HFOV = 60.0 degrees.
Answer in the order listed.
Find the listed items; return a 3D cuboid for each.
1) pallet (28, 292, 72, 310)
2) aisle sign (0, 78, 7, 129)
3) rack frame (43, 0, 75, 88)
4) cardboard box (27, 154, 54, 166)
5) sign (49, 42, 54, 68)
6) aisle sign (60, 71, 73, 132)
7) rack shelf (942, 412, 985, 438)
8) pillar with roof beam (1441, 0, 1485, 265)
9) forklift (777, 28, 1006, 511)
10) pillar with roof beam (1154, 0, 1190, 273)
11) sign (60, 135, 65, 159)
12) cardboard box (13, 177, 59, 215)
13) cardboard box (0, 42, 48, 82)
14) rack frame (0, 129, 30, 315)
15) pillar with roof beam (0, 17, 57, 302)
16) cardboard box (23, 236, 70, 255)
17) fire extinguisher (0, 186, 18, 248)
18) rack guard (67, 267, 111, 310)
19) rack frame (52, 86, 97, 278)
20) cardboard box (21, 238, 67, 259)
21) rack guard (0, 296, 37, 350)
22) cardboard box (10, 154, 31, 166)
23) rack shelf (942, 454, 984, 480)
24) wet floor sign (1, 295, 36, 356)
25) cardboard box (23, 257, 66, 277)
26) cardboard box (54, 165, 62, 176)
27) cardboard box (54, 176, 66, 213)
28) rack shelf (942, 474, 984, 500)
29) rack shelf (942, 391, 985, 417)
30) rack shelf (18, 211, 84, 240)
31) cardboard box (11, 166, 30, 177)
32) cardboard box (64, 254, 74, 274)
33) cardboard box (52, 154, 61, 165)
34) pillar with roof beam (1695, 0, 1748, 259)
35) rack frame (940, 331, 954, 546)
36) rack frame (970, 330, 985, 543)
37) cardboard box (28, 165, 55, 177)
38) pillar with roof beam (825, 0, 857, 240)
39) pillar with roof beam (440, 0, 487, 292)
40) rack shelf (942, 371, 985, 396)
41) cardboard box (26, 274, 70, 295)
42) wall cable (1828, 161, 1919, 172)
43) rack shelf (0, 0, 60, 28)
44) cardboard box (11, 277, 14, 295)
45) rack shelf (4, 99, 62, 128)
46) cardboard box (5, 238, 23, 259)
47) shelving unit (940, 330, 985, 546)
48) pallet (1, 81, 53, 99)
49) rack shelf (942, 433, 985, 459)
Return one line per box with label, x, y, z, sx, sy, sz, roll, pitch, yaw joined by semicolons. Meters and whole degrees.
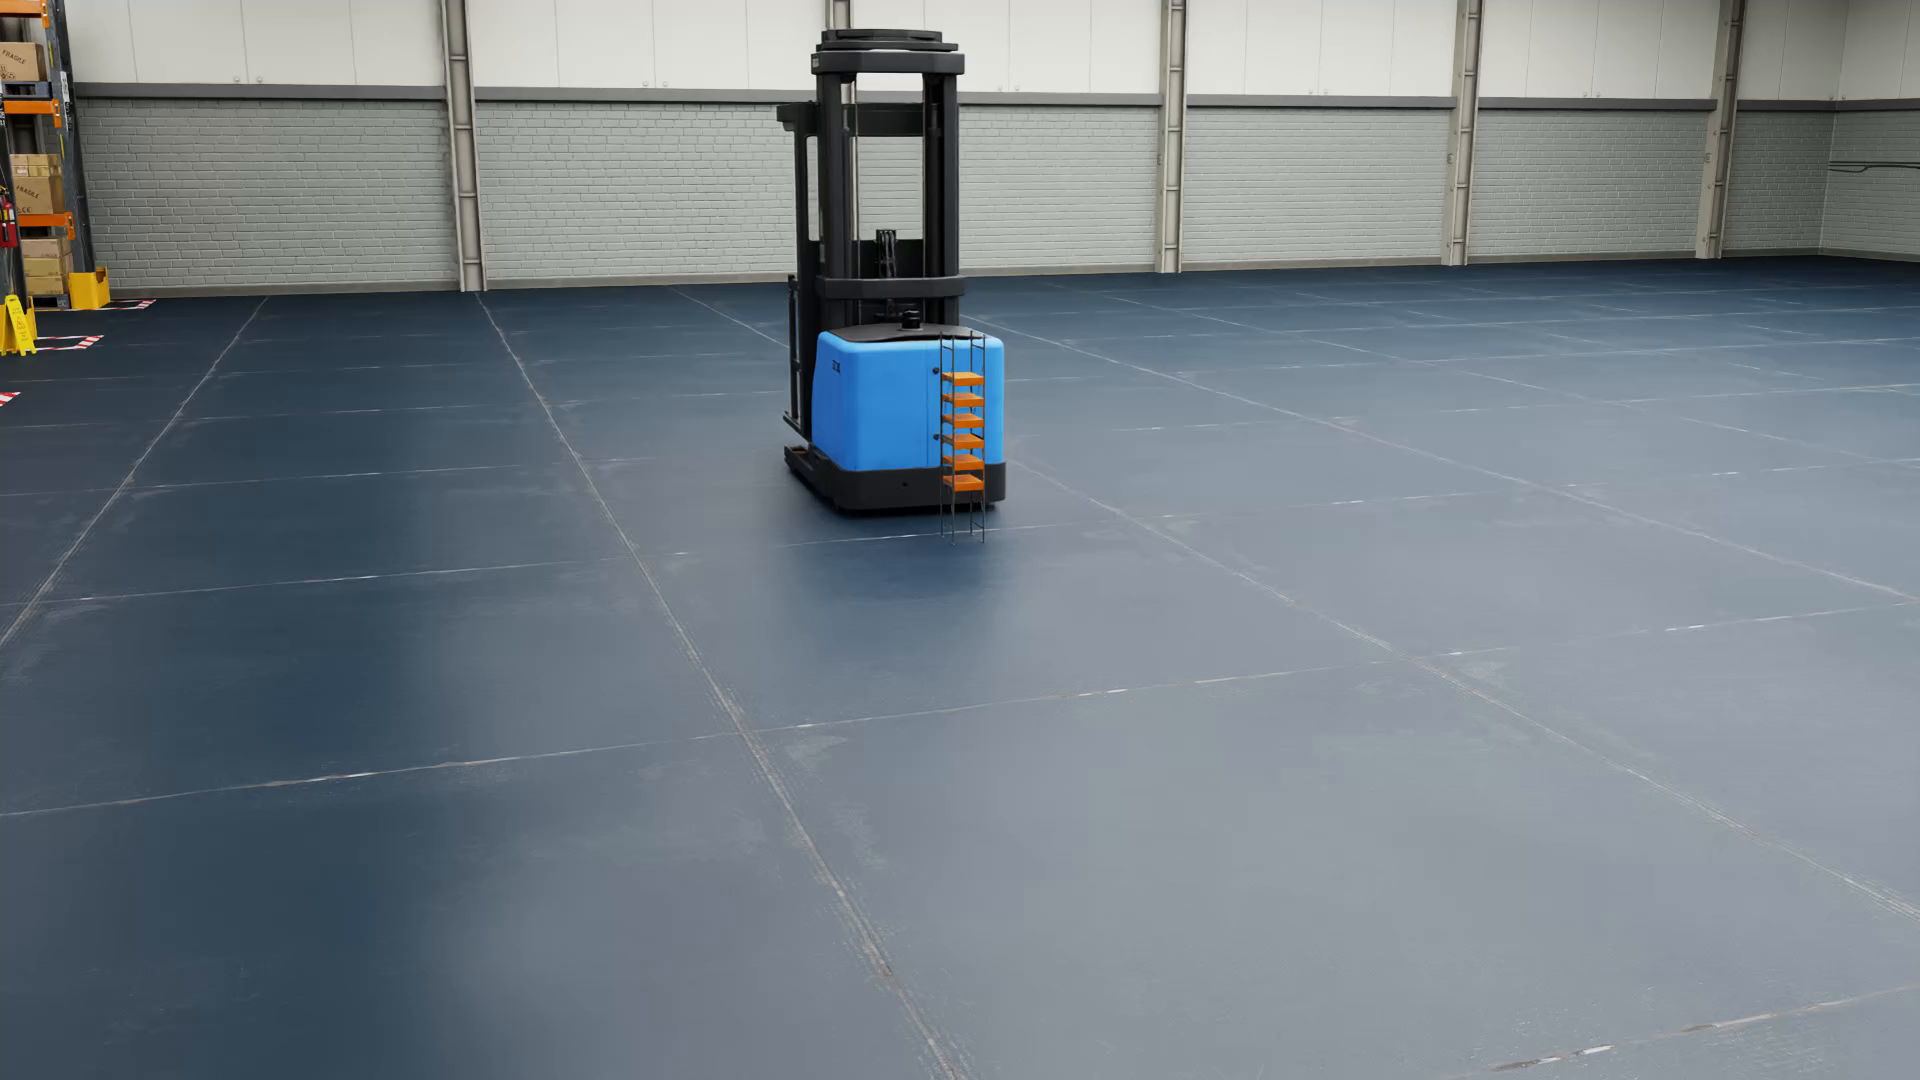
pallet;-13.096;-3.372;23.362;1.213;0.211;1.003;-4;14;-18
aisle sign;-10.838;-5.043;18.744;0.004;0.787;0.394;-4;14;-18
rack frame;-12.384;-7.713;22.621;0.127;3.000;1.000;-4;14;-18
cardboard box;-12.657;-5.230;22.889;0.250;0.149;0.380;-4;14;-18
sign;-12.225;-6.525;22.370;0.005;0.325;0.100;-4;14;-18
aisle sign;-12.229;-5.999;22.764;0.004;0.787;0.394;-4;14;-18
rack shelf;0.014;-0.658;9.491;0.180;0.103;0.258;-4;14;-18
pillar with roof beam;10.788;-8.686;26.713;0.400;9.000;9.100;-4;14;-18
forklift;-0.611;-1.902;11.306;1.130;2.935;3.031;-4;14;-16
pillar with roof beam;5.101;-8.243;24.852;0.400;9.000;9.100;-4;14;-18
sign;-12.225;-5.352;22.649;0.005;0.325;0.100;-4;14;-18
cardboard box;-12.767;-4.749;22.909;0.500;0.500;0.500;-5;14;-19
cardboard box;-12.726;-6.469;22.534;0.500;0.500;0.500;-4;14;-16
rack frame;-10.798;-3.706;18.740;0.127;3.000;1.000;-4;14;-18
pillar with roof beam;-11.959;-6.915;19.267;0.400;9.000;9.100;-4;14;-18
cardboard box;-12.900;-4.153;23.494;0.500;0.250;0.500;-5;14;-19
fire extinguisher;-10.542;-3.575;18.359;0.183;0.674;0.296;-4;14;-18
rack guard;-12.362;-3.580;23.612;0.348;0.500;1.175;-4;14;-18
rack frame;-12.384;-4.794;23.315;0.127;3.000;1.000;-4;14;-18
cardboard box;-12.721;-4.045;23.039;0.500;0.250;0.500;-4;14;-16
rack guard;-10.870;-2.484;19.005;0.348;0.500;1.175;-4;14;-18
cardboard box;-12.881;-5.205;22.783;0.250;0.149;0.380;-4;14;-18
rack shelf;0.014;-0.425;9.546;0.180;0.103;0.258;-4;14;-18
wet floor sign;-10.277;-2.340;18.084;0.232;0.644;0.267;0;13;1
cardboard box;-12.746;-3.799;23.088;0.500;0.250;0.500;-5;14;-19
cardboard box;-12.789;-5.190;23.362;0.250;0.149;0.380;-5;14;-20
cardboard box;-12.943;-4.867;23.406;0.500;0.500;0.500;-4;14;-16
rack shelf;0.014;-0.308;9.574;0.180;0.103;0.258;-4;14;-18
rack shelf;0.014;-0.775;9.463;0.180;0.103;0.258;-4;14;-18
rack shelf;-14.280;-4.296;22.778;4.000;0.370;1.077;-4;14;-18
cardboard box;-12.856;-5.046;22.756;0.250;0.149;0.380;-4;14;-17
cardboard box;-12.896;-3.915;23.573;0.500;0.250;0.500;-4;14;-17
cardboard box;-12.771;-5.325;23.287;0.250;0.149;0.380;-5;14;-19
pillar with roof beam;16.474;-9.129;28.575;0.400;9.000;9.100;-4;14;-18
rack frame;-0.073;-0.578;9.480;0.006;1.200;0.240;-4;14;-18
rack frame;0.100;-0.592;9.537;0.006;1.200;0.240;-4;14;-18
cardboard box;-12.624;-5.071;22.863;0.250;0.149;0.380;-4;14;-17
pillar with roof beam;-0.586;-7.800;22.990;0.400;9.000;9.100;-4;14;-18
pillar with roof beam;-6.272;-7.358;21.128;0.400;9.000;9.100;-4;14;-18
rack shelf;0.014;-0.892;9.435;0.180;0.103;0.258;-4;14;-18
cardboard box;-12.729;-3.557;23.148;0.500;0.250;0.500;-4;14;-18
wall cable;18.315;-8.490;32.598;0.112;2.526;3.097;-4;14;-18
rack shelf;-14.280;-7.020;22.130;4.000;0.370;1.077;-4;14;-18
cardboard box;-13.203;-3.522;23.002;0.500;0.250;0.500;-4;14;-18
rack shelf;-14.280;-5.756;22.431;4.000;0.370;1.077;-4;14;-18
cardboard box;-13.204;-4.006;22.875;0.500;0.250;0.500;-4;14;-17
shelving unit;0.014;-0.585;9.508;0.189;1.200;0.258;-4;14;-18
pallet;-13.063;-6.164;22.783;1.213;0.211;1.003;-4;14;-18
rack shelf;0.014;-0.542;9.519;0.180;0.103;0.258;-4;14;-18
